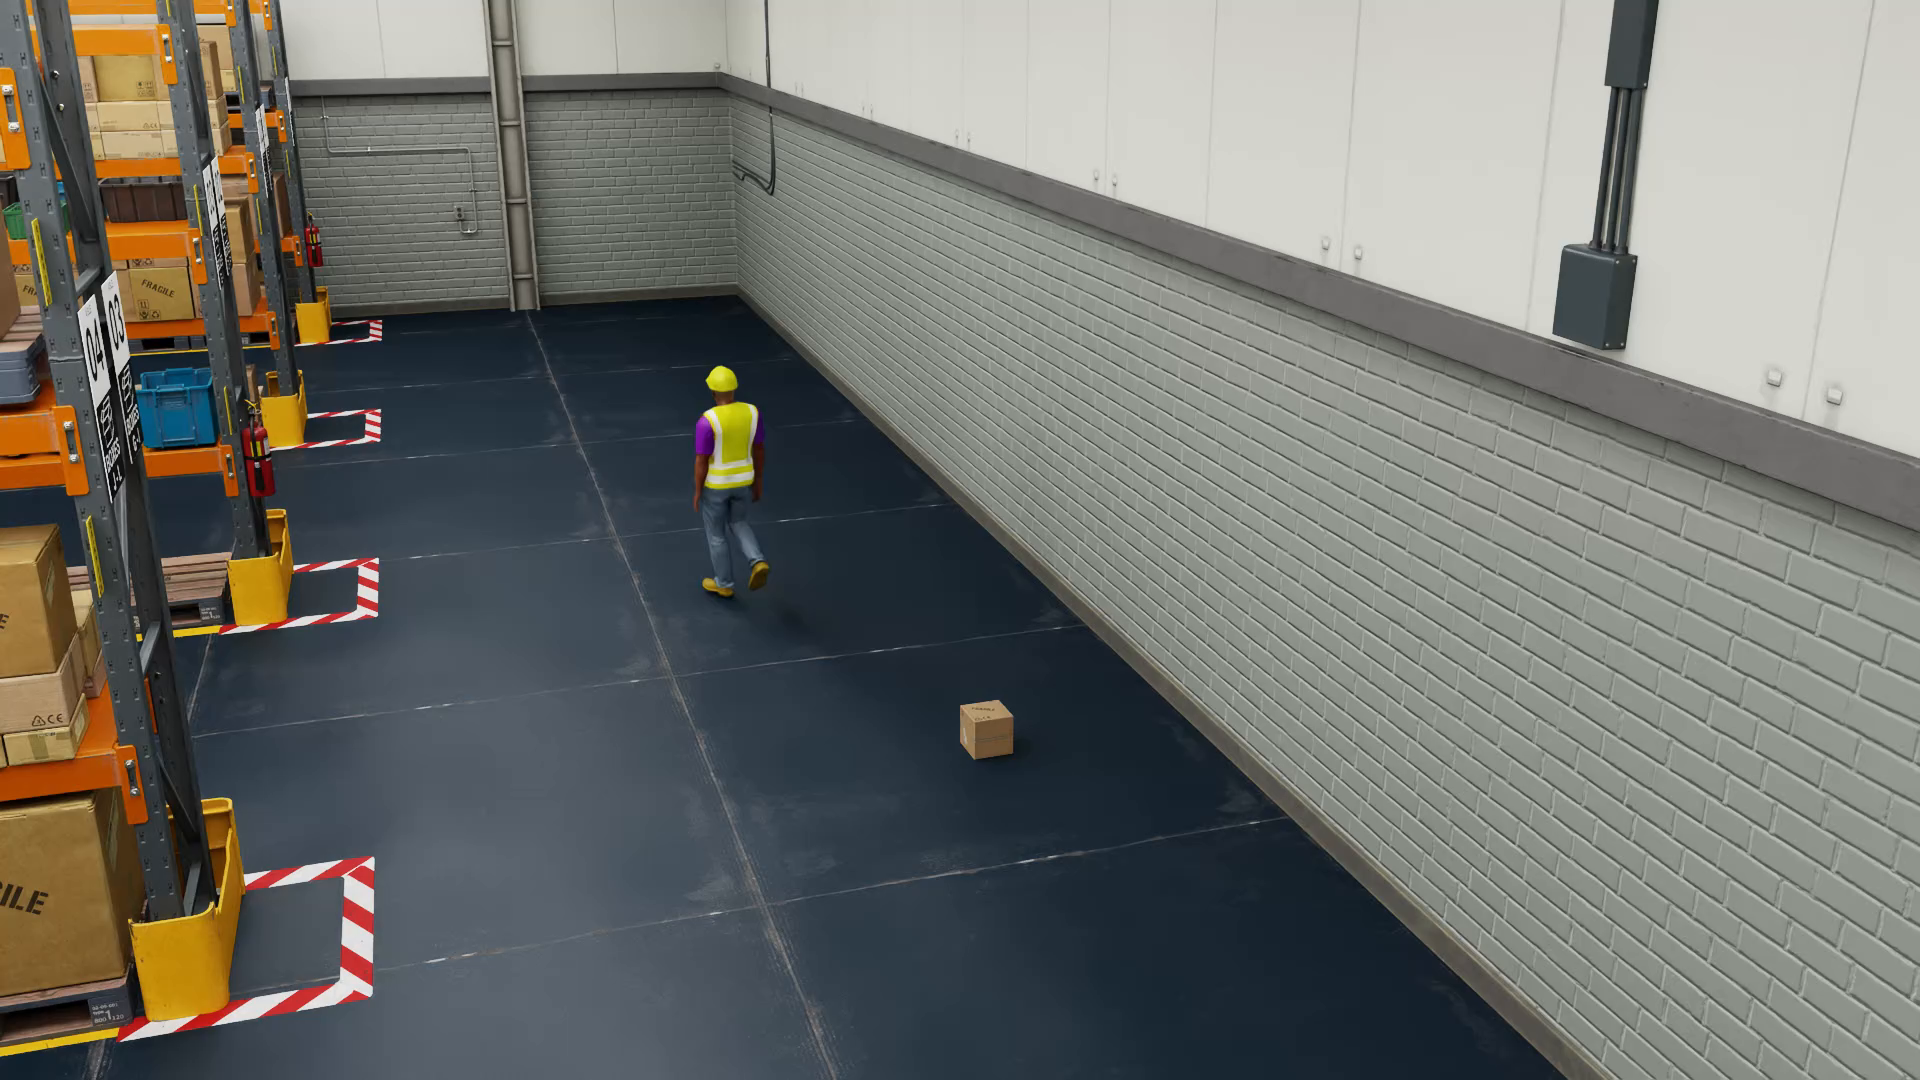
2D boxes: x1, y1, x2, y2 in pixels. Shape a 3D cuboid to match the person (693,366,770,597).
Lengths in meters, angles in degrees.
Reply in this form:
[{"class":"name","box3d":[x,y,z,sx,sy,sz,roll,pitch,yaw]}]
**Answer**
[{"class":"person","box3d":[-1.688,-0.418,12.176,0.571,1.756,0.606,-16,25,-38]}]
